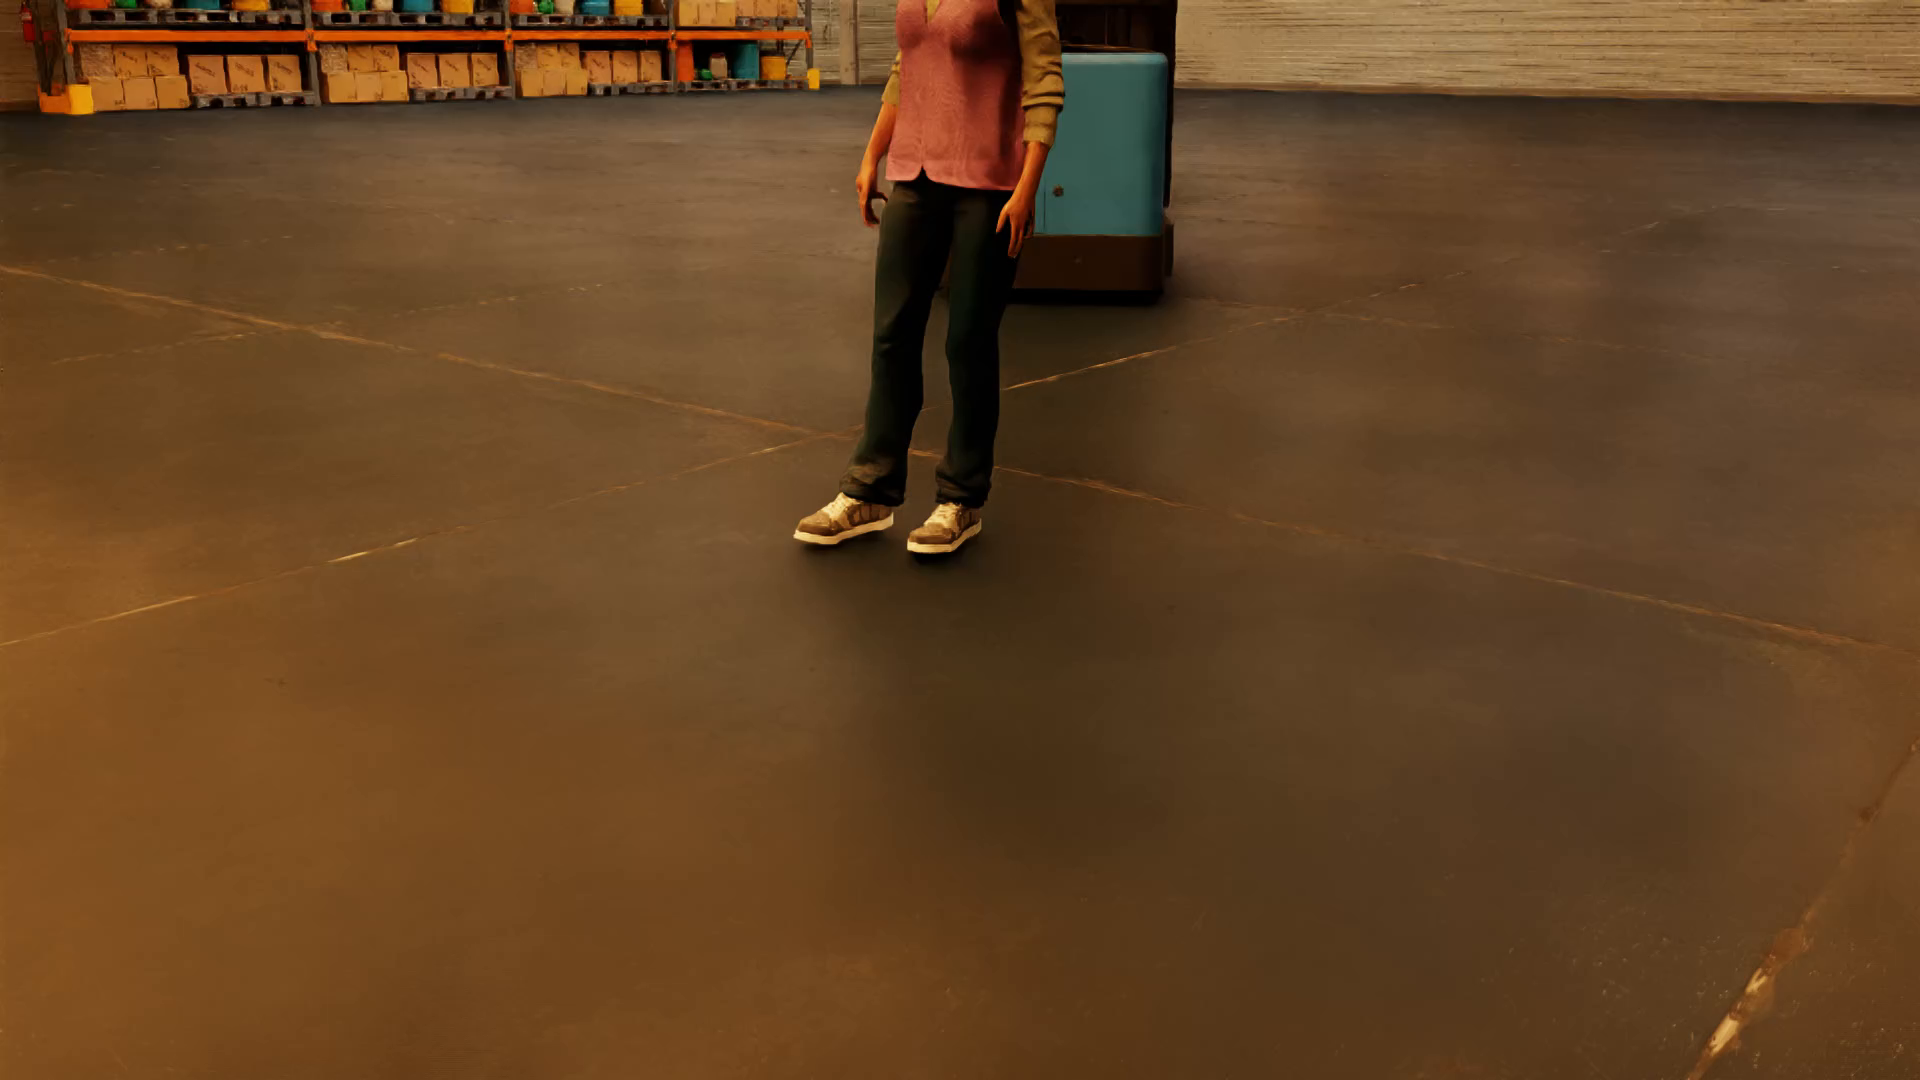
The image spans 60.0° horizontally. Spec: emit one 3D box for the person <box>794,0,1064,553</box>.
[{"bbox_3d":[-0.058,-0.756,3.661,0.520,1.597,0.473,13,21,37],"label":"person"}]

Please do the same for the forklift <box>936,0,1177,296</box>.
[{"bbox_3d":[0.554,-2.879,8.380,1.130,2.935,3.031,2,17,7],"label":"forklift"}]
